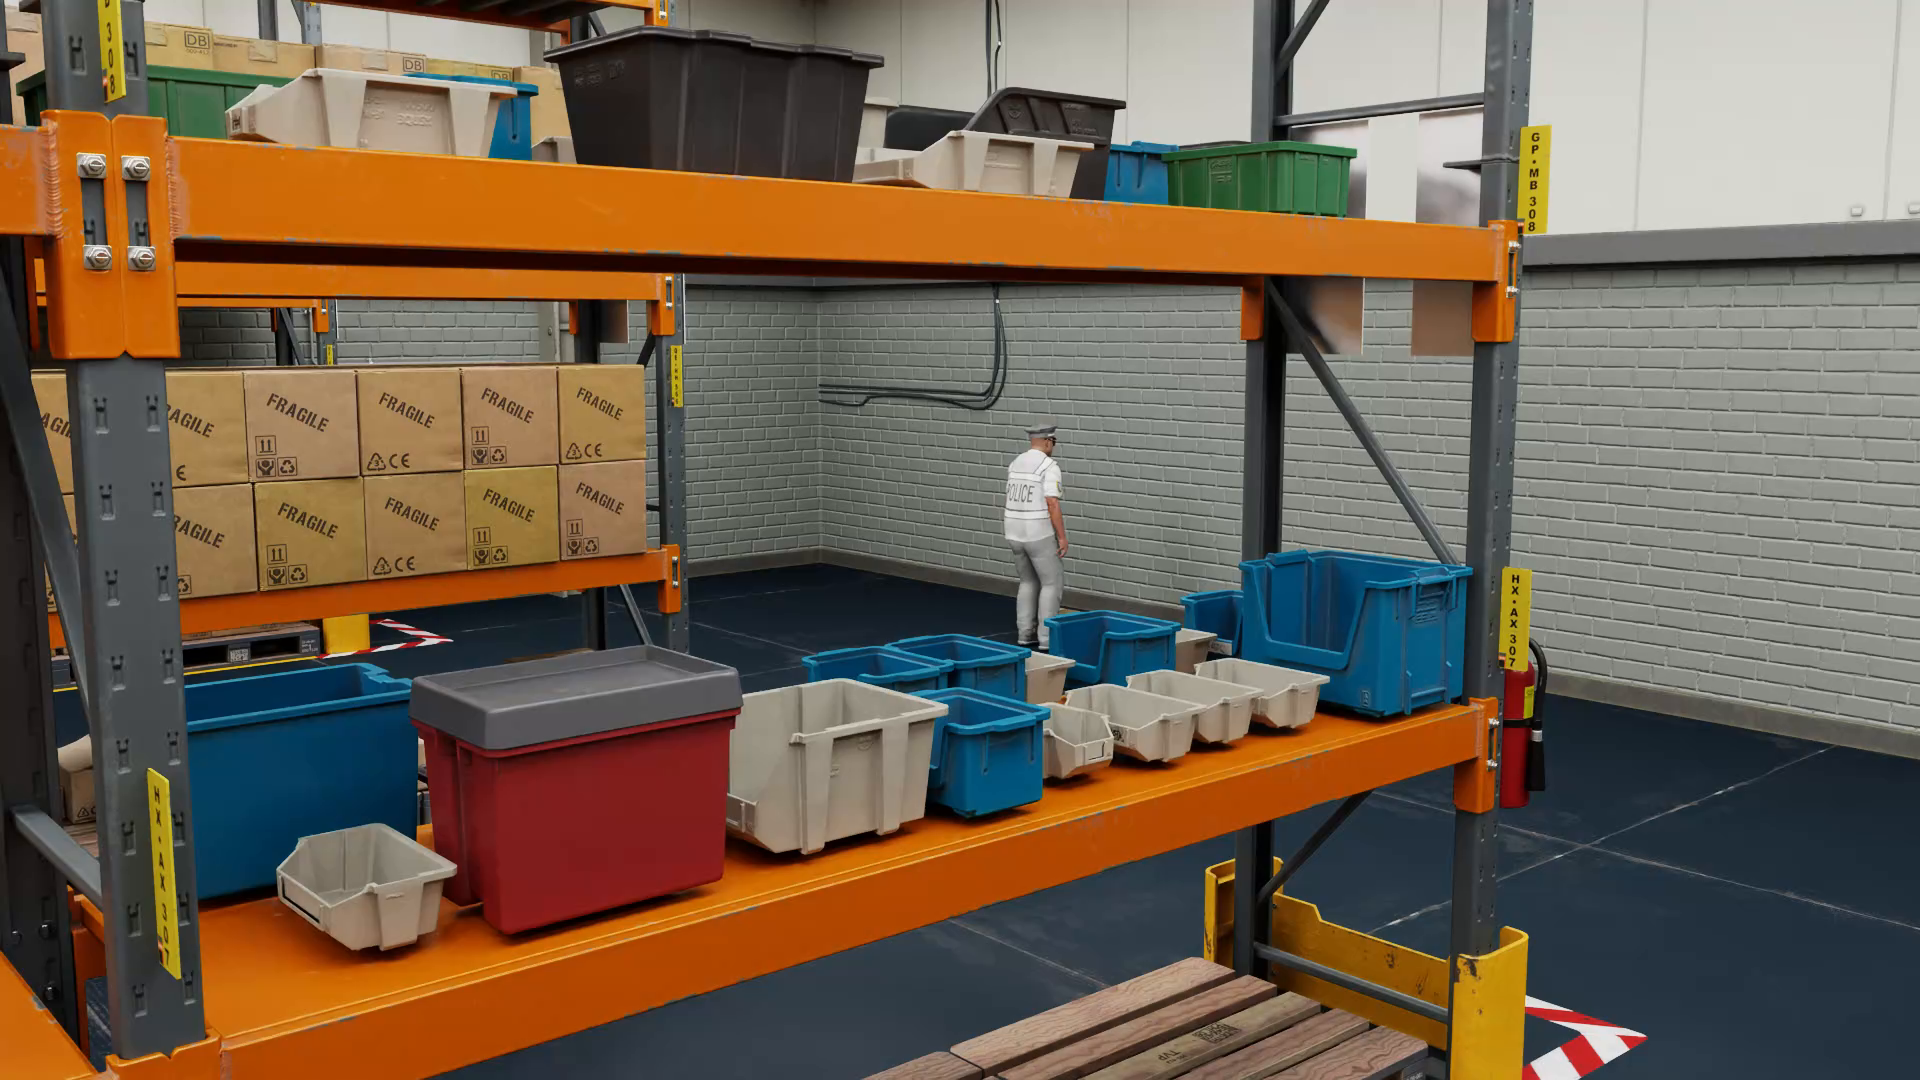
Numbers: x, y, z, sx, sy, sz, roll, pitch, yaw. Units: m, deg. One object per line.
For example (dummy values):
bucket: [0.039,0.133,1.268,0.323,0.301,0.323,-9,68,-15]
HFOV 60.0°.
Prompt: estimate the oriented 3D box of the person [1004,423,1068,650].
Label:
person: [0.601,-0.031,12.987,0.467,1.748,0.587,-6,10,-41]
